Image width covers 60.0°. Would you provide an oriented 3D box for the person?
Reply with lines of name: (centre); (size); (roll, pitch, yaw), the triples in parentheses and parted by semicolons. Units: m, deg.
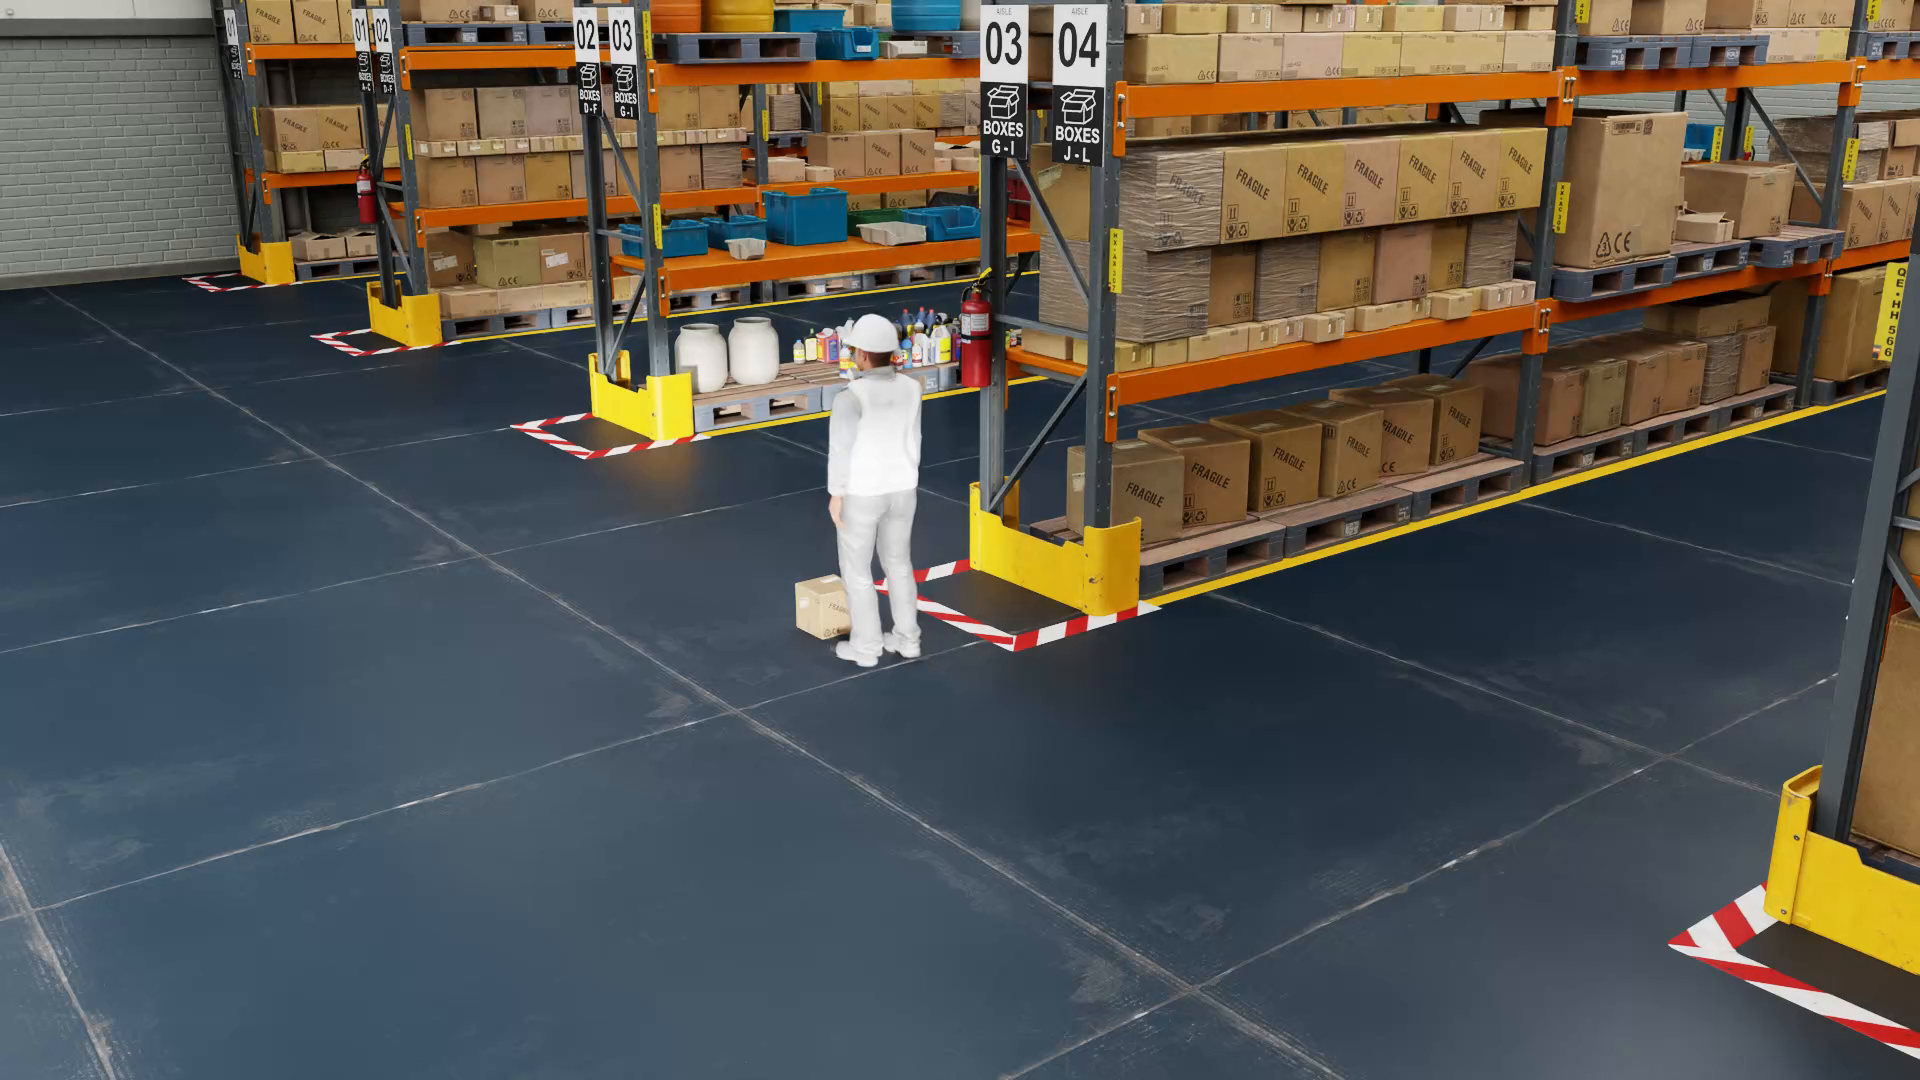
person: (-0.435, -0.247, 8.304); (0.532, 1.772, 0.360); (-13, 22, -35)
